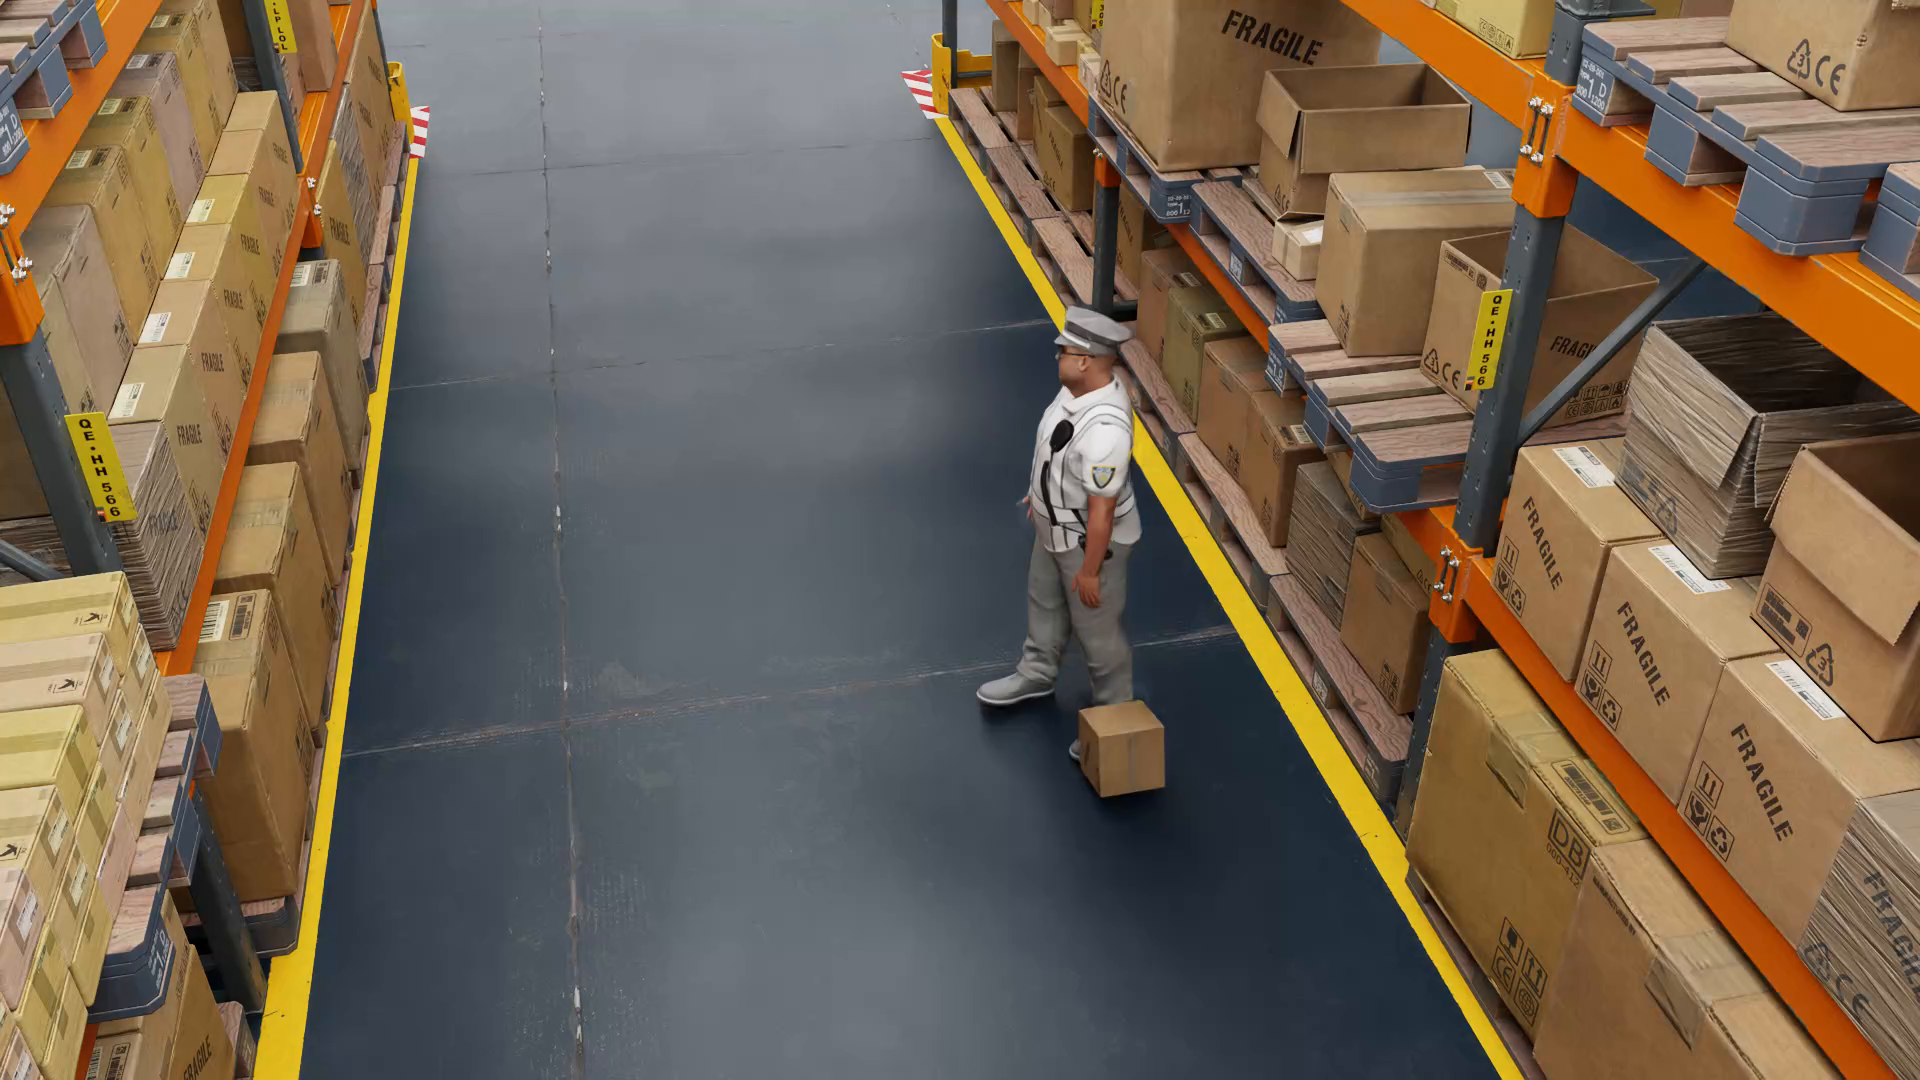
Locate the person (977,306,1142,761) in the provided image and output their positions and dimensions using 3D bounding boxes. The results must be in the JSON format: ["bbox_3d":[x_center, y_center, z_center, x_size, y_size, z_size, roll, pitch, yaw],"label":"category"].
[{"bbox_3d":[0.372,-0.032,6.136,0.574,1.764,0.627,-7,35,-10],"label":"person"}]
